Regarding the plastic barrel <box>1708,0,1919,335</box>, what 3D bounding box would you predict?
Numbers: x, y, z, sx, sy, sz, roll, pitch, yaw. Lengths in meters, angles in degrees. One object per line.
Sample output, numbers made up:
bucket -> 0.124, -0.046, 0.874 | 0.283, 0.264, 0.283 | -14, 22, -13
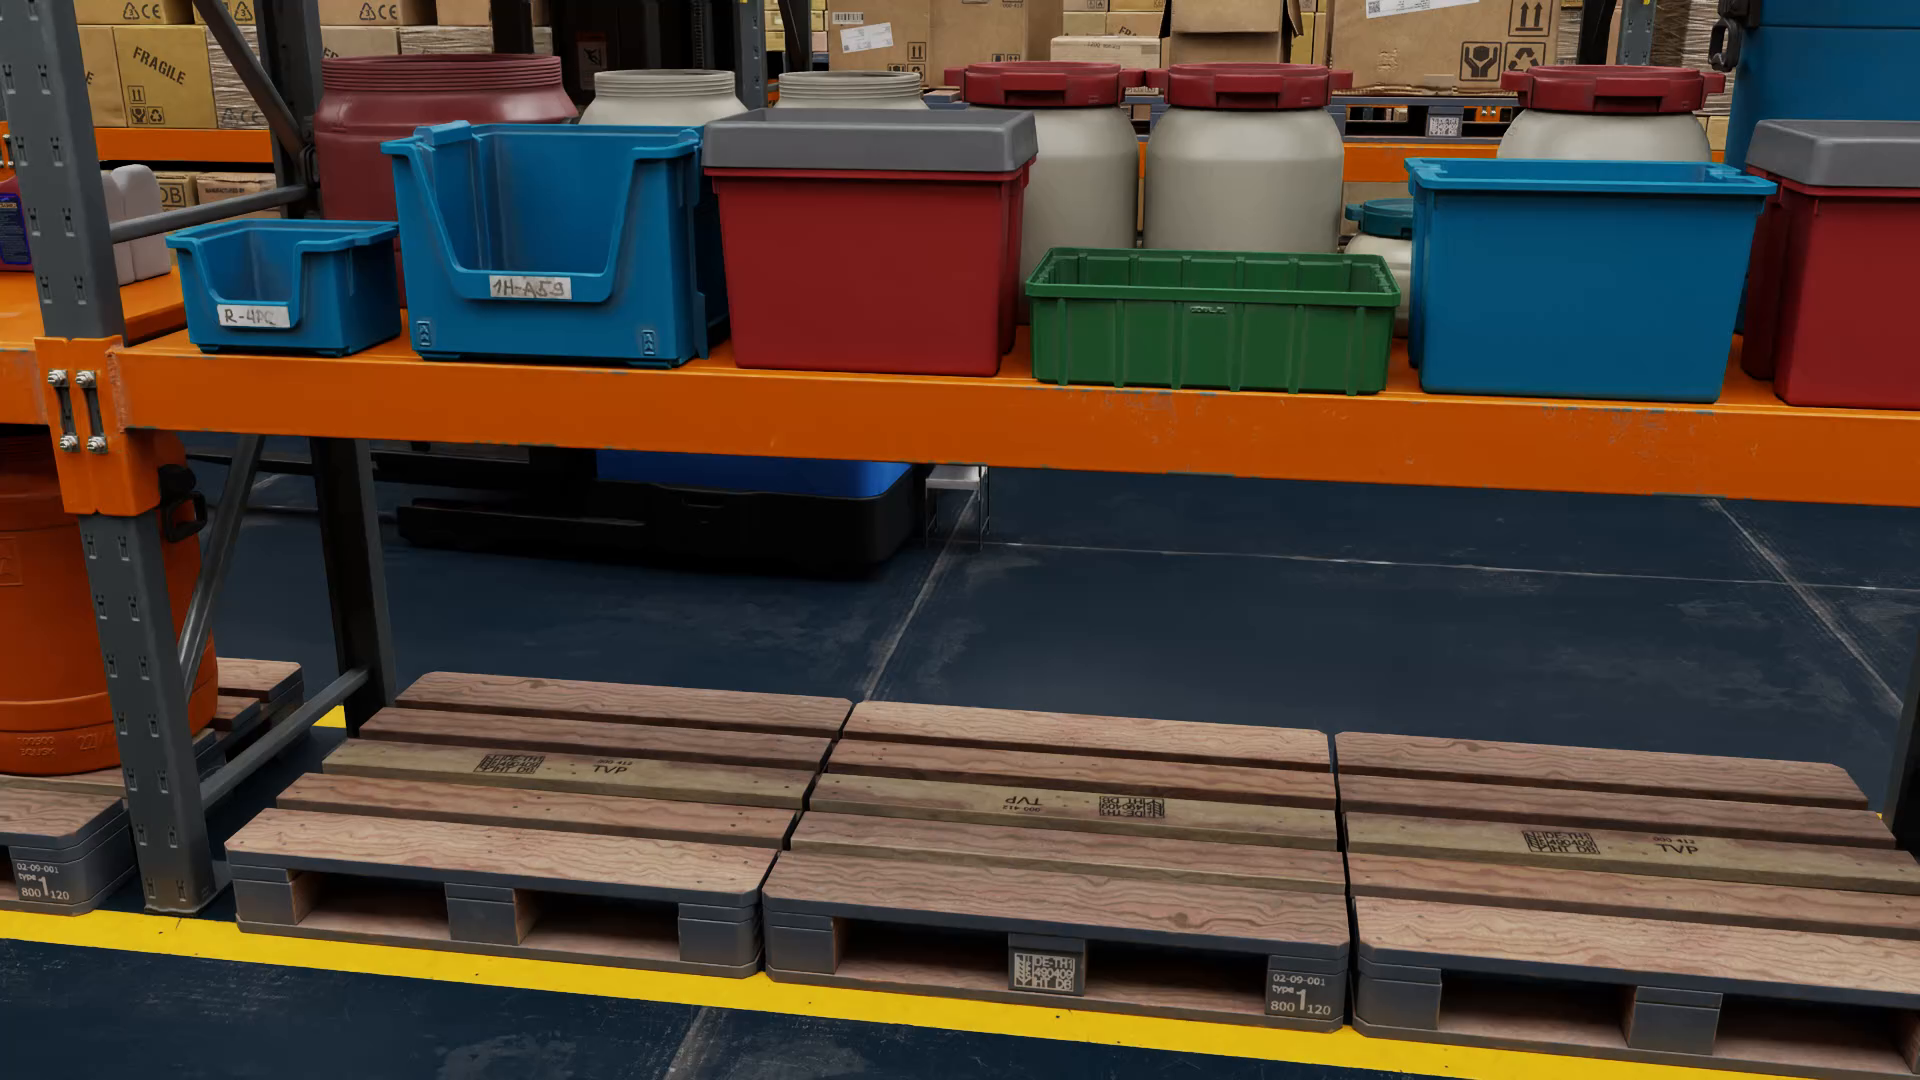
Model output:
plastic barrel -> 1.909, -0.880, 3.414 | 0.708, 0.901, 0.600 | 3, 19, 9

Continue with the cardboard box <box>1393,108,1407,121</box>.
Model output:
cardboard box -> 4.347, -3.798, 15.674 | 0.500, 0.500, 0.500 | 3, 19, 9

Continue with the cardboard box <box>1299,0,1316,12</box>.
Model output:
cardboard box -> 2.416, -4.224, 12.465 | 0.500, 0.500, 0.700 | 3, 19, 9

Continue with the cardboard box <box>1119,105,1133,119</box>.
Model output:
cardboard box -> 2.048, -5.978, 22.522 | 0.625, 0.625, 0.875 | 4, 19, 10

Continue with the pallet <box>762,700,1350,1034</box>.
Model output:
pallet -> 0.253, 0.707, 3.858 | 1.213, 0.211, 1.003 | 3, 19, 9

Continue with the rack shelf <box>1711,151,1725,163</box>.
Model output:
rack shelf -> 5.003, -1.637, 7.603 | 4.000, 0.370, 1.077 | 3, 19, 9

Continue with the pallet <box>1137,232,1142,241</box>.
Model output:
pallet -> 1.933, -2.381, 13.088 | 1.213, 0.211, 1.003 | 3, 19, 9

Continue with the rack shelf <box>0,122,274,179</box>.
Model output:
rack shelf -> -2.896, -2.040, 8.806 | 4.000, 0.370, 1.077 | 3, 19, 9

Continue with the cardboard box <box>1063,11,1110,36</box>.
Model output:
cardboard box -> 0.868, -3.745, 12.610 | 0.500, 0.500, 0.500 | 3, 19, 8

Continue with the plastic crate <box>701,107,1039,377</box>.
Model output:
plastic crate -> -0.160, -0.582, 3.214 | 0.583, 0.464, 0.402 | 3, 19, 9

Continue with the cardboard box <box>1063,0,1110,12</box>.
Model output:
cardboard box -> 0.907, -4.300, 12.694 | 0.500, 0.500, 0.700 | 3, 19, 8

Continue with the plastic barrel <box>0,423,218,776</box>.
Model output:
plastic barrel -> -2.193, 0.082, 4.089 | 0.708, 0.830, 0.600 | 3, 19, 9

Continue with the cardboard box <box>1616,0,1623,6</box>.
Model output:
cardboard box -> 4.835, -4.191, 12.162 | 0.550, 0.550, 0.875 | 3, 19, 9

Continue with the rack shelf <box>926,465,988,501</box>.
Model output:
rack shelf -> -0.008, -0.225, 6.229 | 0.200, 0.077, 0.258 | 3, 19, 9

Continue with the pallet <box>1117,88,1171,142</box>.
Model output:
pallet -> 1.040, -2.103, 8.162 | 1.213, 0.211, 1.003 | 3, 19, 9

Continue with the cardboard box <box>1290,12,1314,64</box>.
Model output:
cardboard box -> 2.359, -3.669, 12.383 | 0.500, 0.500, 0.500 | 3, 19, 9

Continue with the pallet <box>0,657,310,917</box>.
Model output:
pallet -> -2.492, 0.567, 4.276 | 1.213, 0.211, 1.003 | 3, 19, 9

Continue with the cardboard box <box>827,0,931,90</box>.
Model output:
cardboard box -> -0.382, -2.512, 8.265 | 0.500, 0.500, 0.500 | 1, 19, 2

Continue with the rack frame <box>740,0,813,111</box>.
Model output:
rack frame -> -0.921, -2.280, 8.391 | 0.127, 3.000, 1.000 | 3, 19, 9

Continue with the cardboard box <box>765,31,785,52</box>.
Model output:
cardboard box -> -1.339, -3.830, 12.756 | 0.250, 0.149, 0.380 | 3, 19, 8

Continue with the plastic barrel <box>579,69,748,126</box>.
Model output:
plastic barrel -> -0.657, -0.797, 3.781 | 0.421, 0.512, 0.421 | 0, 18, 0

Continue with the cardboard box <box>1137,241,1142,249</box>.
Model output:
cardboard box -> 0.854, -1.226, 8.486 | 0.500, 0.500, 0.700 | 5, 19, 13

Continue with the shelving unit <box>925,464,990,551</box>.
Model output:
shelving unit -> -0.008, -0.427, 6.162 | 0.210, 0.900, 0.258 | 3, 19, 9

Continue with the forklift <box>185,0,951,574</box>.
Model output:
forklift -> -1.613, -1.509, 6.194 | 3.031, 2.935, 1.130 | 5, 19, 14

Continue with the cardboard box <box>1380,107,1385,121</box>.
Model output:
cardboard box -> 5.895, -5.673, 22.203 | 0.500, 0.250, 0.500 | 3, 19, 9

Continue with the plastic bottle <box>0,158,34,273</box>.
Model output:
plastic bottle -> -2.400, -0.827, 4.232 | 0.133, 0.283, 0.061 | 3, 19, 9

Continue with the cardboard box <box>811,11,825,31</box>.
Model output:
cardboard box -> -1.119, -3.958, 12.670 | 0.250, 0.149, 0.380 | 3, 19, 10

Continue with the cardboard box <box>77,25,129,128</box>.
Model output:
cardboard box -> -4.456, -2.428, 8.674 | 0.500, 0.500, 0.500 | 3, 19, 9

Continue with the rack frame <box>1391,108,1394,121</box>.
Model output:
rack frame -> 4.600, -5.184, 17.069 | 0.127, 3.000, 1.000 | 3, 19, 9

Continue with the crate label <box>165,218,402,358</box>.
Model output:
crate label -> -1.350, -0.511, 3.366 | 0.416, 0.233, 0.303 | 3, 19, 9

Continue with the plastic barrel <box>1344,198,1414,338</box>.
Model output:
plastic barrel -> 0.960, -0.577, 3.517 | 0.301, 0.262, 0.301 | 0, 18, 0

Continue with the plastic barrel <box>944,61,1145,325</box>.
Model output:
plastic barrel -> 0.181, -0.767, 3.655 | 0.433, 0.535, 0.433 | 0, 18, 0

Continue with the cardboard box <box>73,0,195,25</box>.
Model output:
cardboard box -> -4.239, -2.975, 8.730 | 0.637, 0.503, 0.797 | 2, 19, 7

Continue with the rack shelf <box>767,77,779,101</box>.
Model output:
rack shelf -> -2.009, -3.589, 13.435 | 4.000, 0.370, 1.077 | 3, 19, 9

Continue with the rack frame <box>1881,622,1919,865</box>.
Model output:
rack frame -> 2.243, -0.527, 3.152 | 0.127, 3.000, 1.000 | 3, 19, 9

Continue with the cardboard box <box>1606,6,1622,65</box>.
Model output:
cardboard box -> 4.827, -3.664, 12.289 | 0.550, 0.550, 0.875 | 3, 19, 9

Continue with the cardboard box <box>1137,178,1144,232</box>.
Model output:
cardboard box -> 1.416, -2.860, 13.006 | 0.750, 0.750, 1.050 | 3, 19, 9

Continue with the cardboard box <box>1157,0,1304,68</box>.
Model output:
cardboard box -> 1.302, -2.386, 7.881 | 0.637, 0.503, 0.797 | 5, 19, 14

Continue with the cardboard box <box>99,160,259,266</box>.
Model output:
cardboard box -> -4.236, -1.647, 9.186 | 0.875, 0.875, 1.225 | 3, 19, 9

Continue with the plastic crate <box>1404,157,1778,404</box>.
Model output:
plastic crate -> 1.104, -0.478, 3.029 | 0.575, 0.384, 0.392 | 3, 19, 9

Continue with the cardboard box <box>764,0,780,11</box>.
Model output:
cardboard box -> -1.362, -4.111, 12.660 | 0.250, 0.149, 0.380 | 3, 19, 10

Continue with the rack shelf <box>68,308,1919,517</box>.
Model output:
rack shelf -> 0.268, -0.287, 3.567 | 4.000, 0.370, 1.077 | 3, 19, 9

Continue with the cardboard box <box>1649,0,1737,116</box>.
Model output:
cardboard box -> 3.463, -2.226, 7.601 | 0.500, 0.500, 0.875 | 3, 19, 9

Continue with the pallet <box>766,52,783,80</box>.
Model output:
pallet -> -1.996, -3.825, 13.310 | 1.213, 0.211, 1.003 | 3, 19, 9

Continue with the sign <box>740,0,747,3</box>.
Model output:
sign -> -1.006, -2.656, 7.688 | 0.005, 0.325, 0.100 | 3, 19, 9

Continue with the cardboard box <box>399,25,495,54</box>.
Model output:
cardboard box -> -2.452, -2.327, 8.373 | 0.500, 0.500, 0.500 | 2, 19, 7

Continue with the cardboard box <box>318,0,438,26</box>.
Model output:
cardboard box -> -2.947, -2.911, 8.537 | 0.637, 0.503, 0.797 | 4, 19, 10

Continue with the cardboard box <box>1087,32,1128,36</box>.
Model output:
cardboard box -> 0.768, -2.417, 8.348 | 0.258, 0.266, 0.396 | 2, 19, 7

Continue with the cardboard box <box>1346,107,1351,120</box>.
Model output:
cardboard box -> 4.867, -5.835, 22.095 | 0.625, 0.625, 0.875 | 4, 19, 11

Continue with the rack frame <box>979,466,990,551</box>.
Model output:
rack frame -> 0.092, -0.422, 6.146 | 0.006, 0.900, 0.240 | 3, 19, 9

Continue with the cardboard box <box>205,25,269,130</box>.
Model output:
cardboard box -> -3.466, -2.377, 8.523 | 0.500, 0.500, 0.500 | 2, 19, 7

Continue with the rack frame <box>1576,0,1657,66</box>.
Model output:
rack frame -> 3.028, -2.079, 7.790 | 0.127, 3.000, 1.000 | 3, 19, 9

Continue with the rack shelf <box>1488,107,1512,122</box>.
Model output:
rack shelf -> 5.889, -3.186, 12.232 | 4.000, 0.370, 1.077 | 3, 19, 9

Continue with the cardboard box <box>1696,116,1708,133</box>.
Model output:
cardboard box -> 3.193, -1.855, 7.516 | 0.250, 0.149, 0.380 | 3, 19, 9
